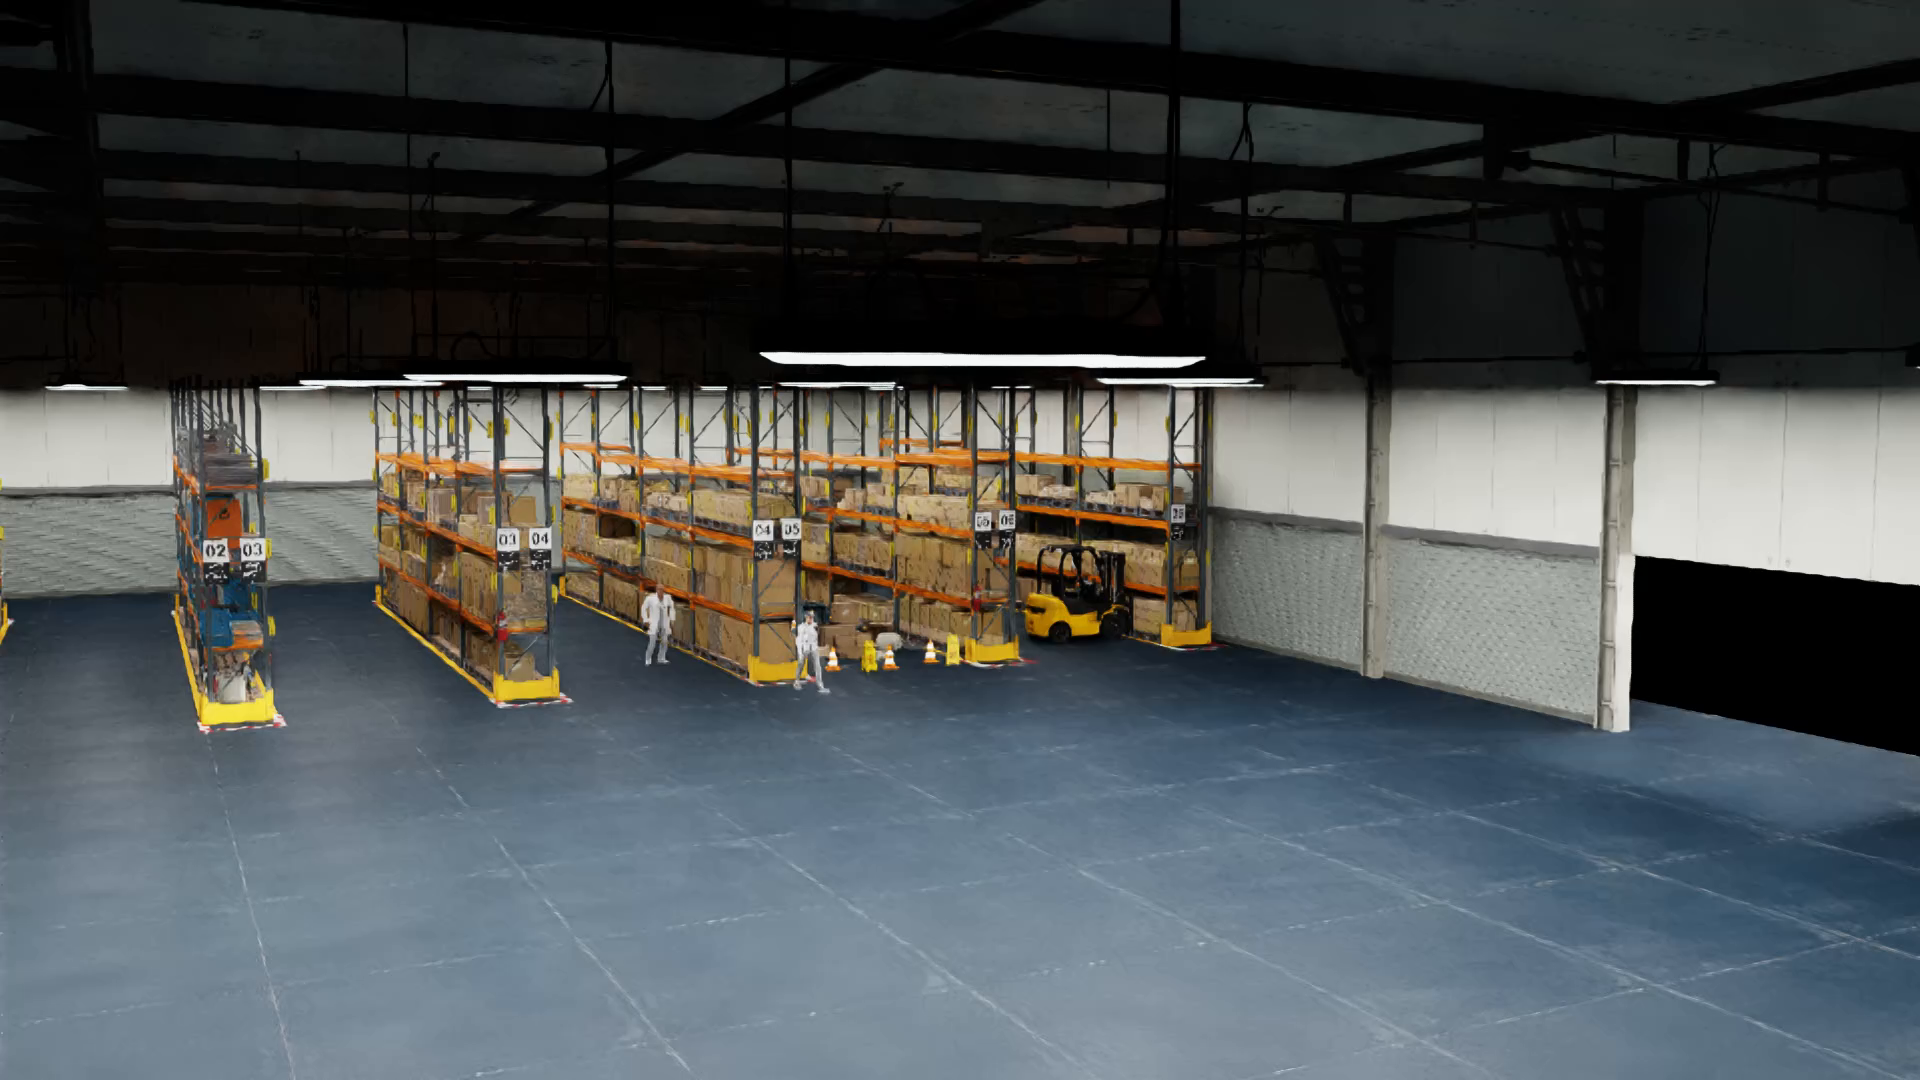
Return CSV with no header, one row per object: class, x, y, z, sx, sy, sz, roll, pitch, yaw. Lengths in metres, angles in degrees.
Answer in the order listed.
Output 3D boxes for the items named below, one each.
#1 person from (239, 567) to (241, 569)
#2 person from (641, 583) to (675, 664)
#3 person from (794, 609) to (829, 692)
person,-18.299,1.017,42.621,0.380,1.796,0.679,-4,6,-37
person,-6.356,1.752,34.989,0.729,1.731,0.546,-3,6,-28
person,-2.887,2.089,31.690,0.498,1.582,1.075,-3,6,-29
